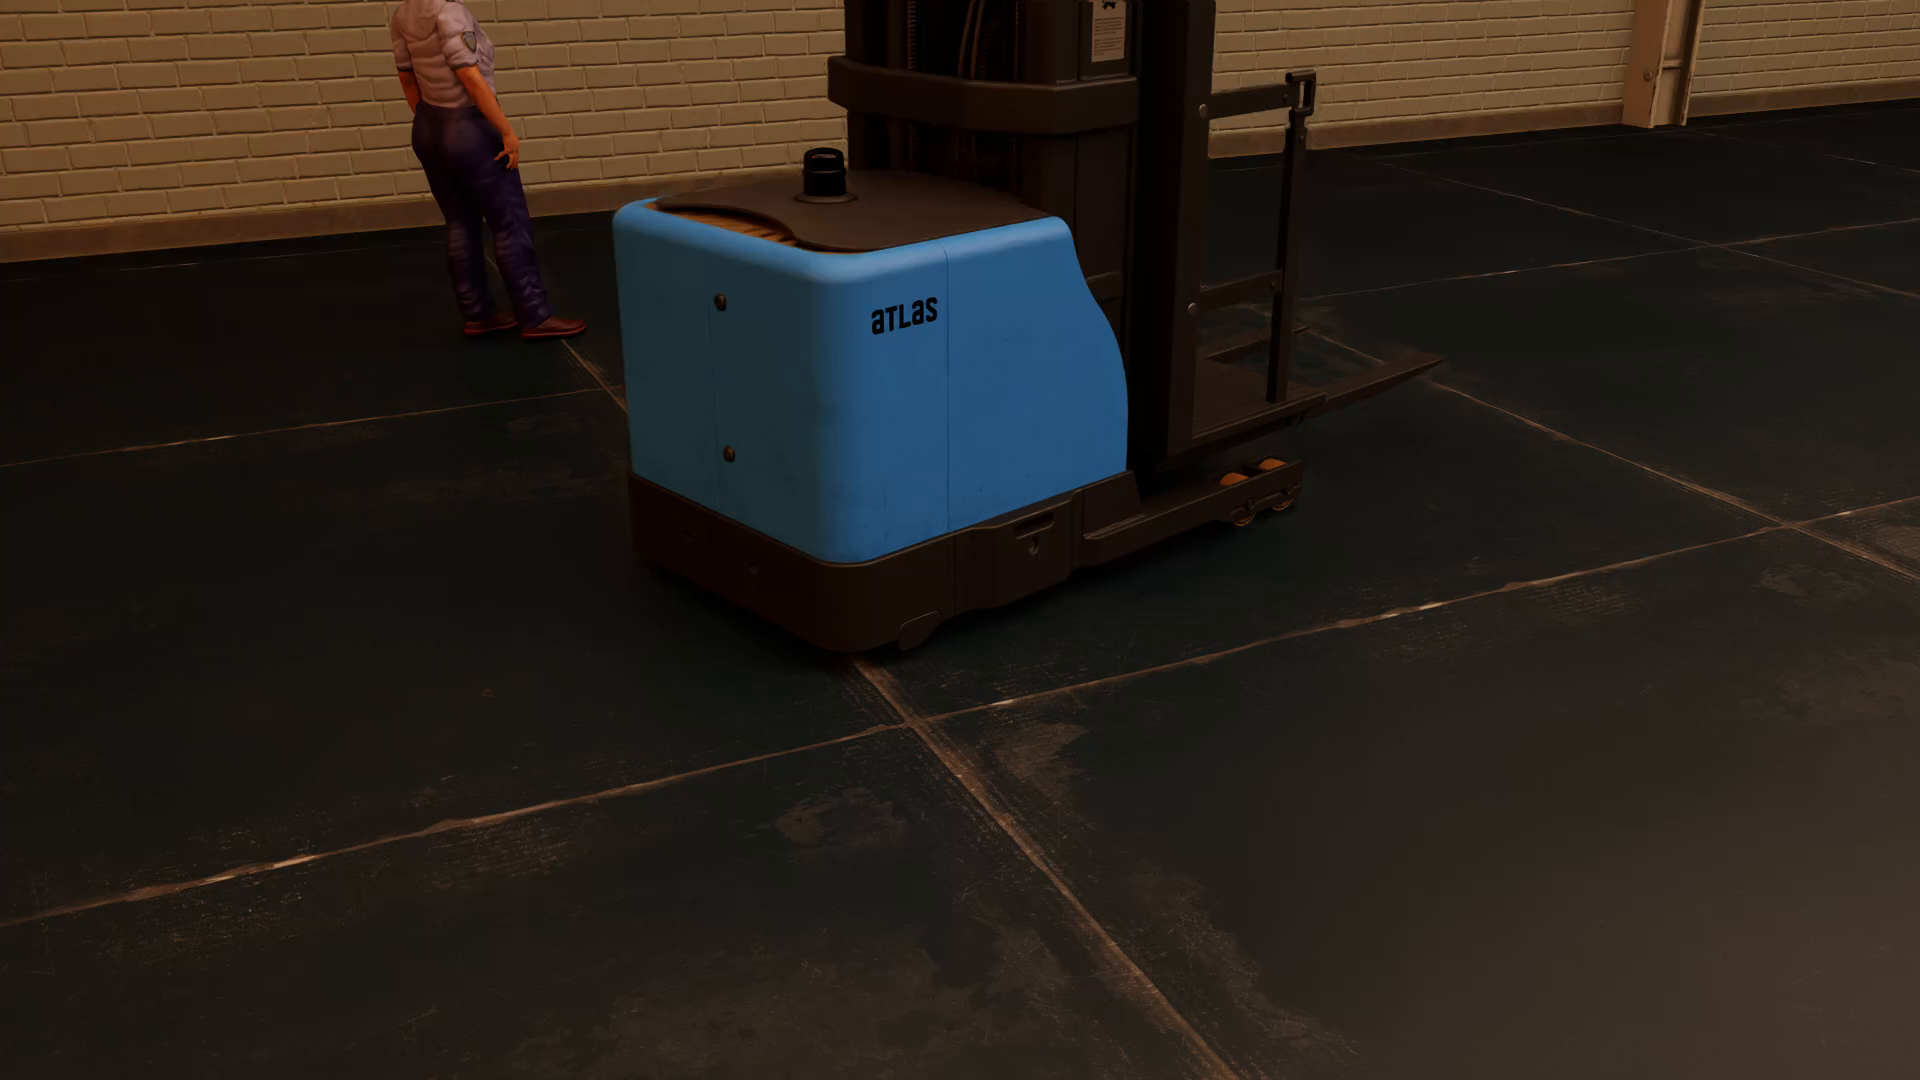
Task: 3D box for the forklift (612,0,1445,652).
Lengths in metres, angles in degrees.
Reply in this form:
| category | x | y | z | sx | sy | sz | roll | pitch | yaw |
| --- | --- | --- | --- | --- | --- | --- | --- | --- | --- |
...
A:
| category | x | y | z | sx | sy | sz | roll | pitch | yaw |
| --- | --- | --- | --- | --- | --- | --- | --- | --- | --- |
| forklift | 0.461 | -1.526 | 4.959 | 3.031 | 2.935 | 1.130 | -20 | 30 | -39 |

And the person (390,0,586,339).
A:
| category | x | y | z | sx | sy | sz | roll | pitch | yaw |
| --- | --- | --- | --- | --- | --- | --- | --- | --- | --- |
| person | -1.998 | -1.673 | 6.968 | 0.597 | 1.650 | 0.504 | 17 | 28 | 35 |
